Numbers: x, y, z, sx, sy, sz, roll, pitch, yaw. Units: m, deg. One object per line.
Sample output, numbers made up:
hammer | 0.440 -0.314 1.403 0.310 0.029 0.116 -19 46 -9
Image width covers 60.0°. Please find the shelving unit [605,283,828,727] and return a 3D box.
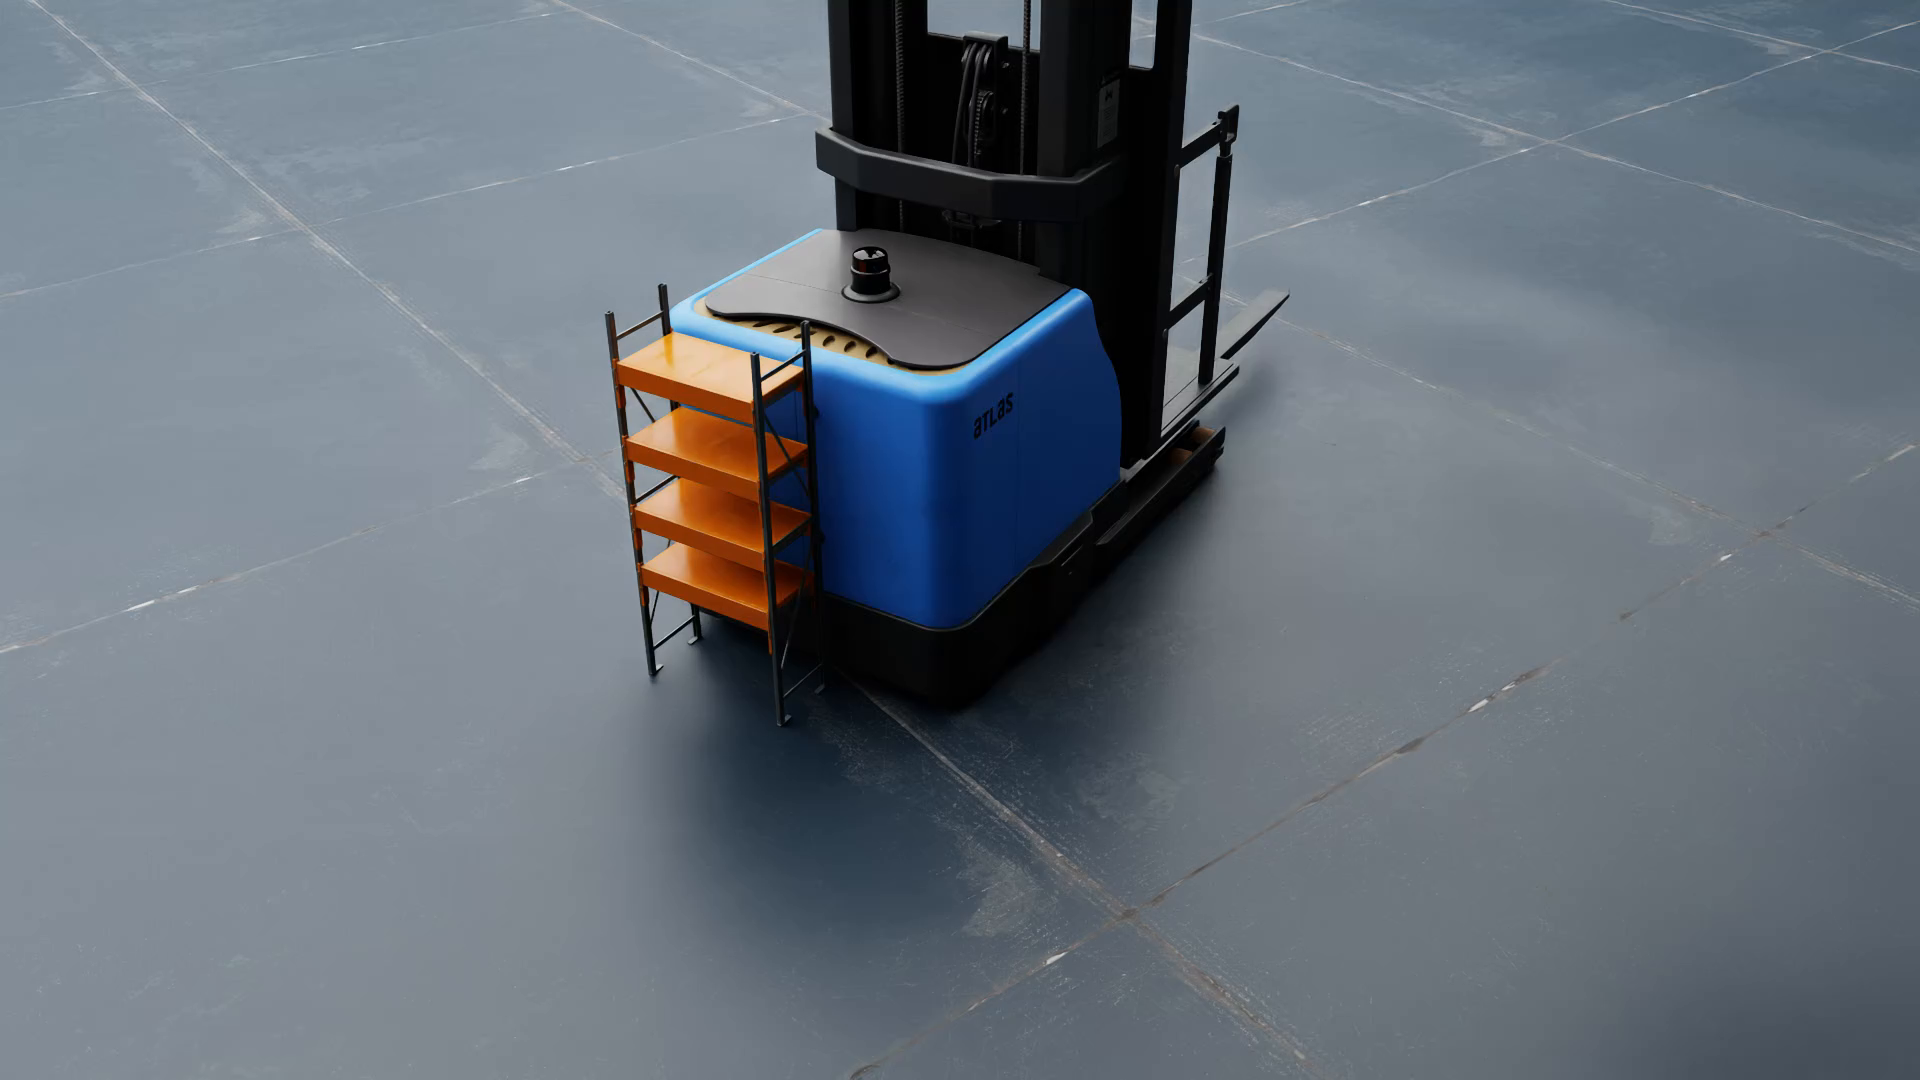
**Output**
shelving unit | -0.676 -0.084 4.748 0.503 1.200 0.258 18 36 26

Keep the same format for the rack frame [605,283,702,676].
rack frame | -0.884 -0.151 4.856 0.015 1.200 0.240 18 36 26

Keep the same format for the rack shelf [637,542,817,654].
rack shelf | -0.676 0.142 4.888 0.480 0.148 0.258 18 36 26

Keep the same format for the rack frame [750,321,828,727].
rack frame | -0.467 -0.017 4.640 0.015 1.200 0.240 18 36 26

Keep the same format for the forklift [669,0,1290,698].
forklift | 0.324 -1.526 5.428 1.130 2.935 3.031 18 36 26

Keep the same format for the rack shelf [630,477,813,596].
rack shelf | -0.676 -0.027 4.784 0.480 0.148 0.258 18 36 26

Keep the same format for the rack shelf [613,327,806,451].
rack shelf | -0.676 -0.418 4.541 0.480 0.148 0.258 18 36 26

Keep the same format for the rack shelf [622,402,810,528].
rack shelf | -0.676 -0.217 4.666 0.480 0.148 0.258 18 36 26
